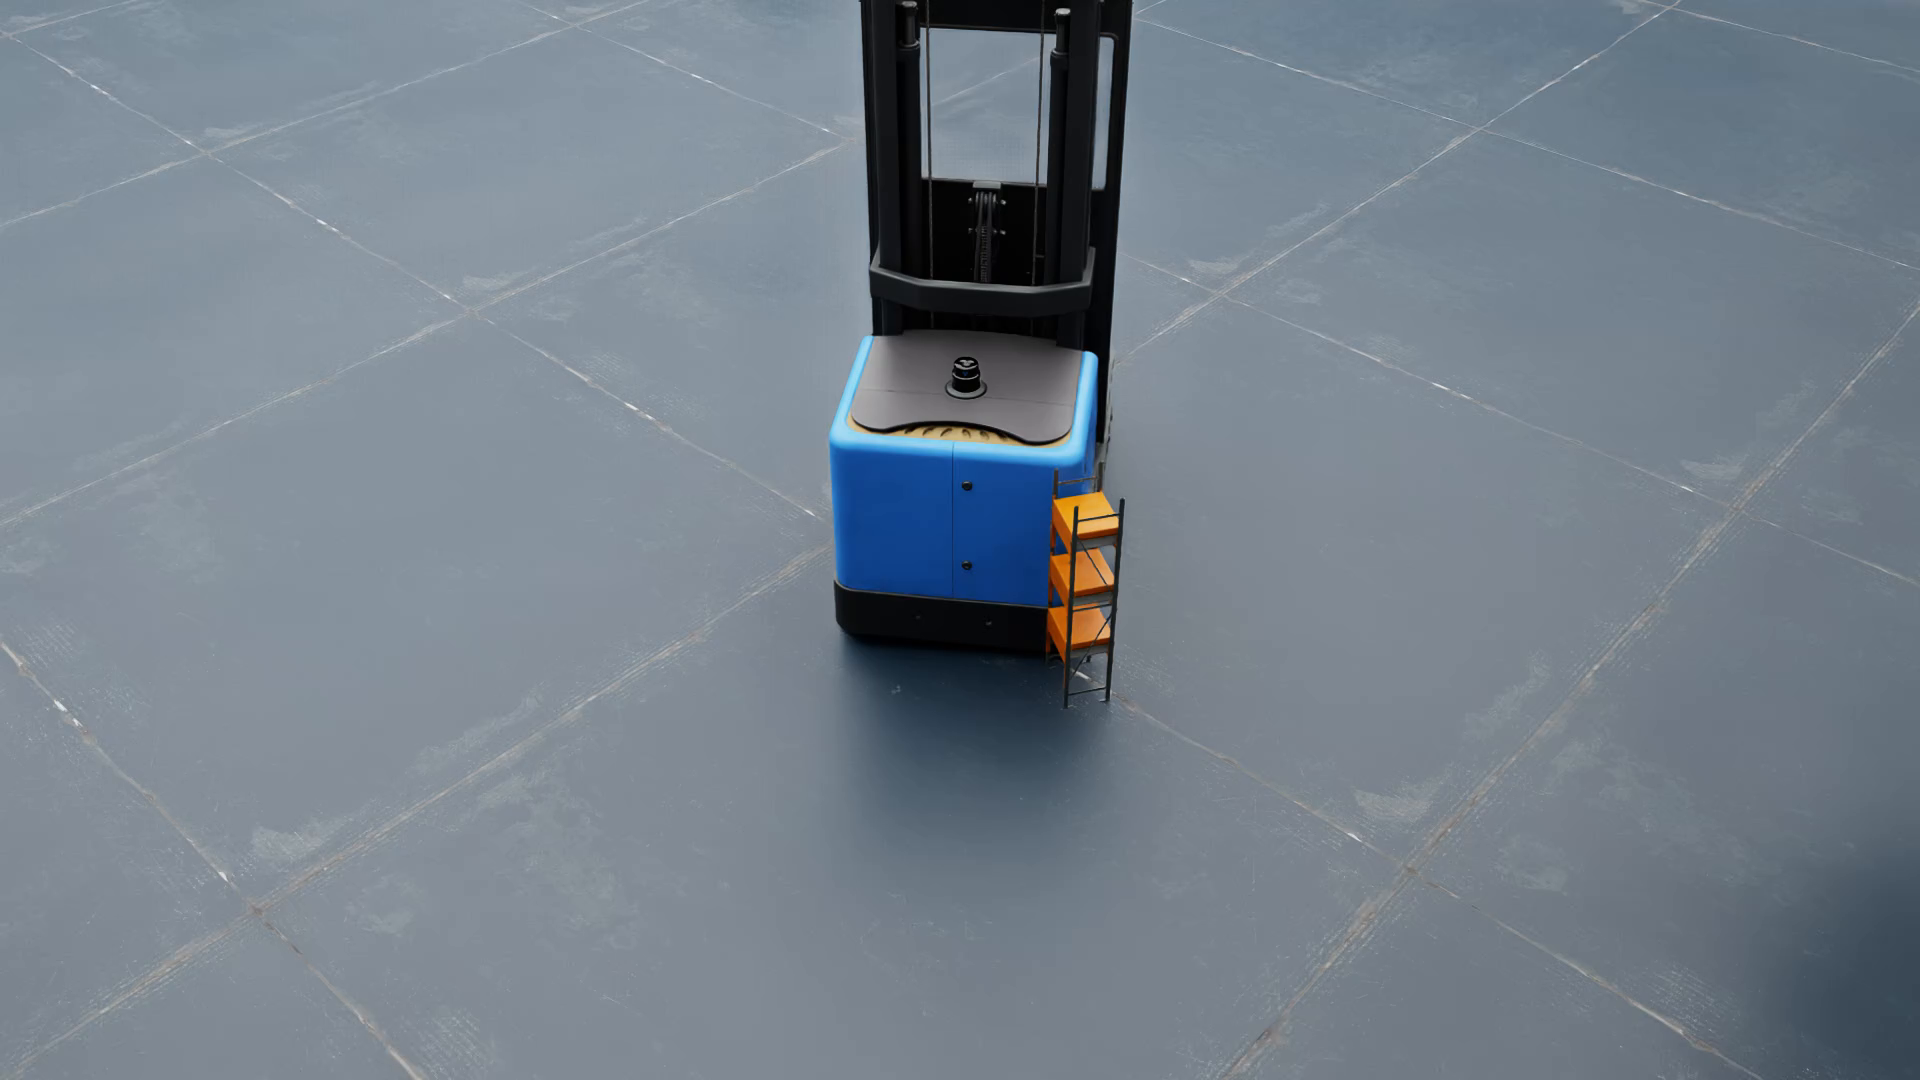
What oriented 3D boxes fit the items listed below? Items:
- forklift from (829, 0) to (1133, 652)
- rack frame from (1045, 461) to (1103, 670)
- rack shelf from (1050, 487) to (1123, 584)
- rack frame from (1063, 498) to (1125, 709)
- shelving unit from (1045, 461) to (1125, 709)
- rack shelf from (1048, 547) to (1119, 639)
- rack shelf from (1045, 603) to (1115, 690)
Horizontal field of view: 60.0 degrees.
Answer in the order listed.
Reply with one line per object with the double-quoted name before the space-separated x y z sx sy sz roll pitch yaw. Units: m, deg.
"forklift" 0.179 -1.586 7.390 1.130 2.935 3.031 5 39 6
"rack frame" 0.459 0.123 6.751 0.200 1.050 0.008 -10 40 -12
"rack shelf" 0.491 -0.017 6.489 0.215 0.259 0.240 -10 40 -12
"rack frame" 0.523 0.270 6.567 0.200 1.050 0.008 -10 40 -12
"shelving unit" 0.491 0.197 6.659 0.215 1.050 0.252 -10 40 -12
"rack shelf" 0.491 0.205 6.666 0.215 0.259 0.240 -10 40 -12
"rack shelf" 0.491 0.422 6.839 0.215 0.259 0.240 -10 40 -12
